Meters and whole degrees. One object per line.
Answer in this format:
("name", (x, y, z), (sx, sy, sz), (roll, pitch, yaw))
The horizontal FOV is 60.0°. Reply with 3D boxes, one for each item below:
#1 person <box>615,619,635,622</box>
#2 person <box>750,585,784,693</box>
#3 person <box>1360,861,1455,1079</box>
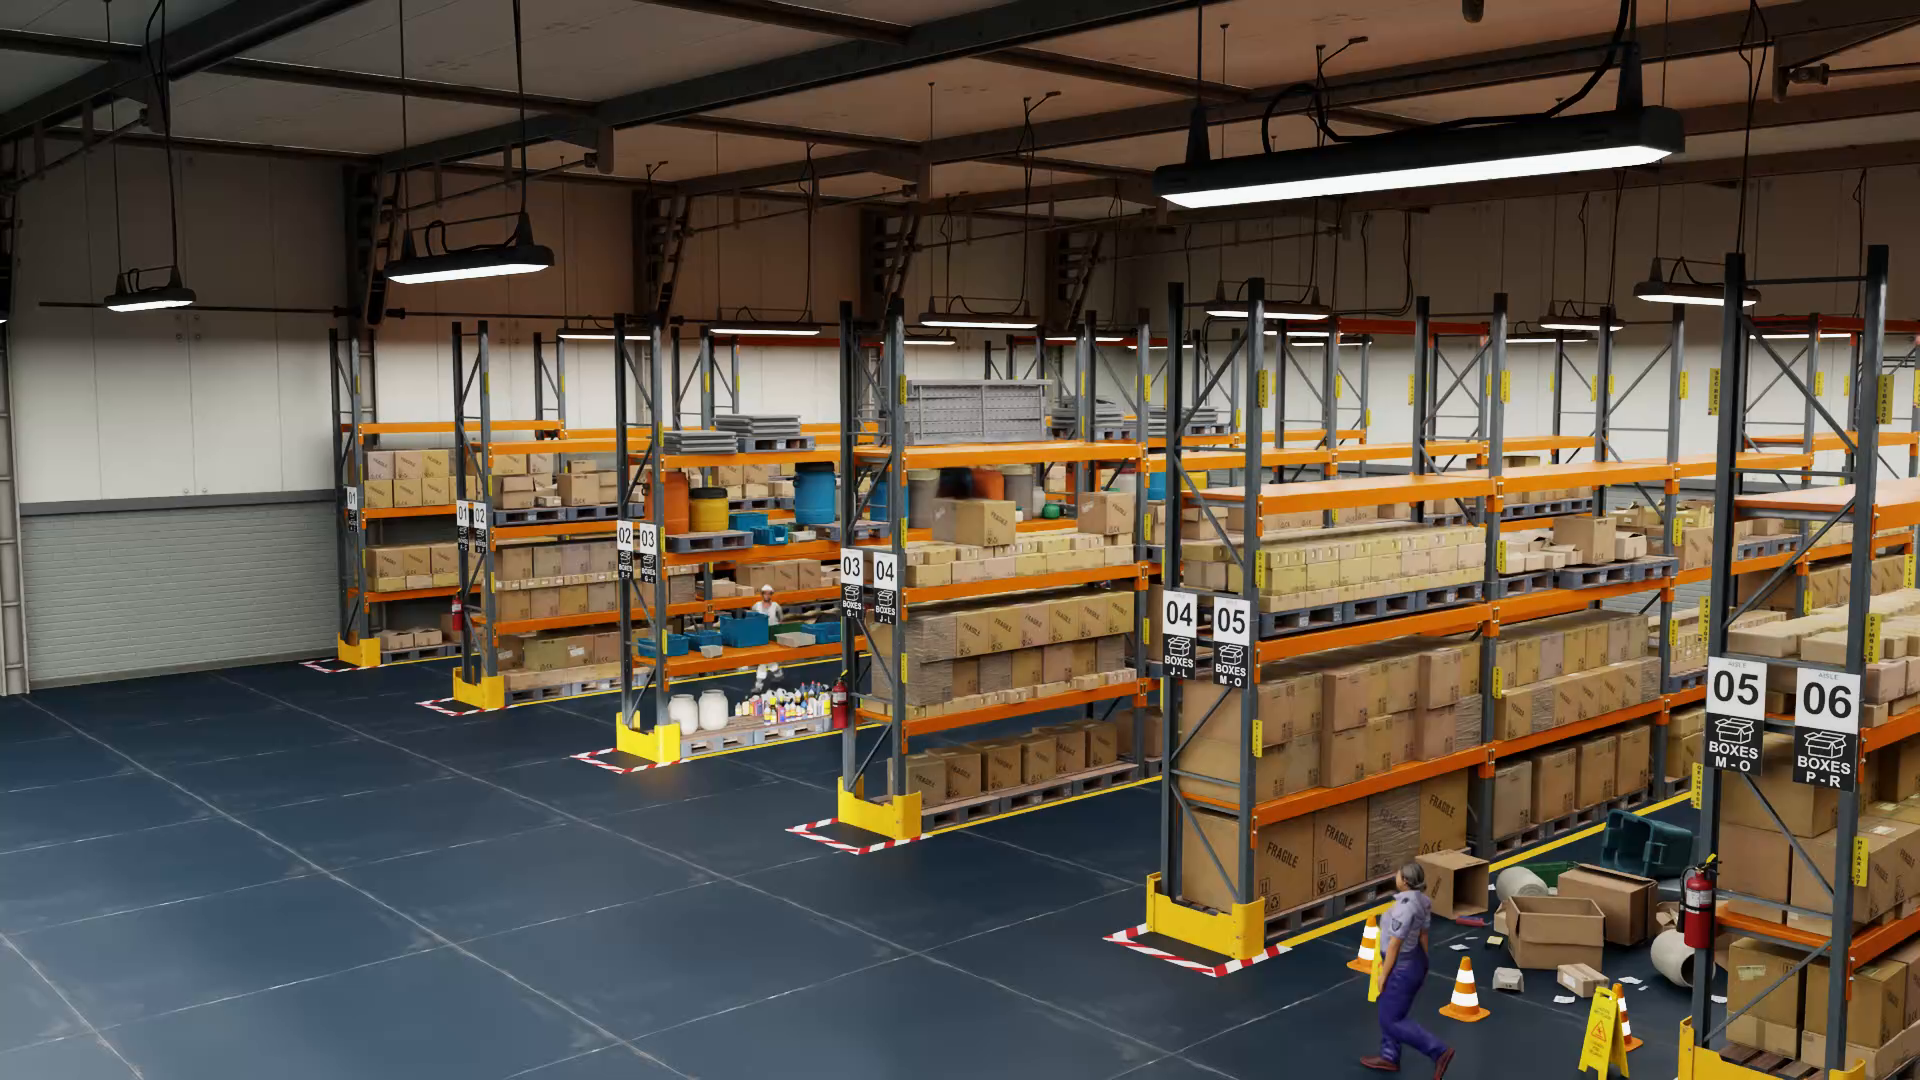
("person", (-6.126, 1.333, 29.894), (0.475, 1.772, 0.579), (5, 7, 39))
("person", (-3.193, 1.607, 27.314), (0.485, 1.749, 1.016), (4, 7, 36))
("person", (3.282, 3.149, 12.164), (0.719, 1.631, 0.459), (3, 6, 25))
